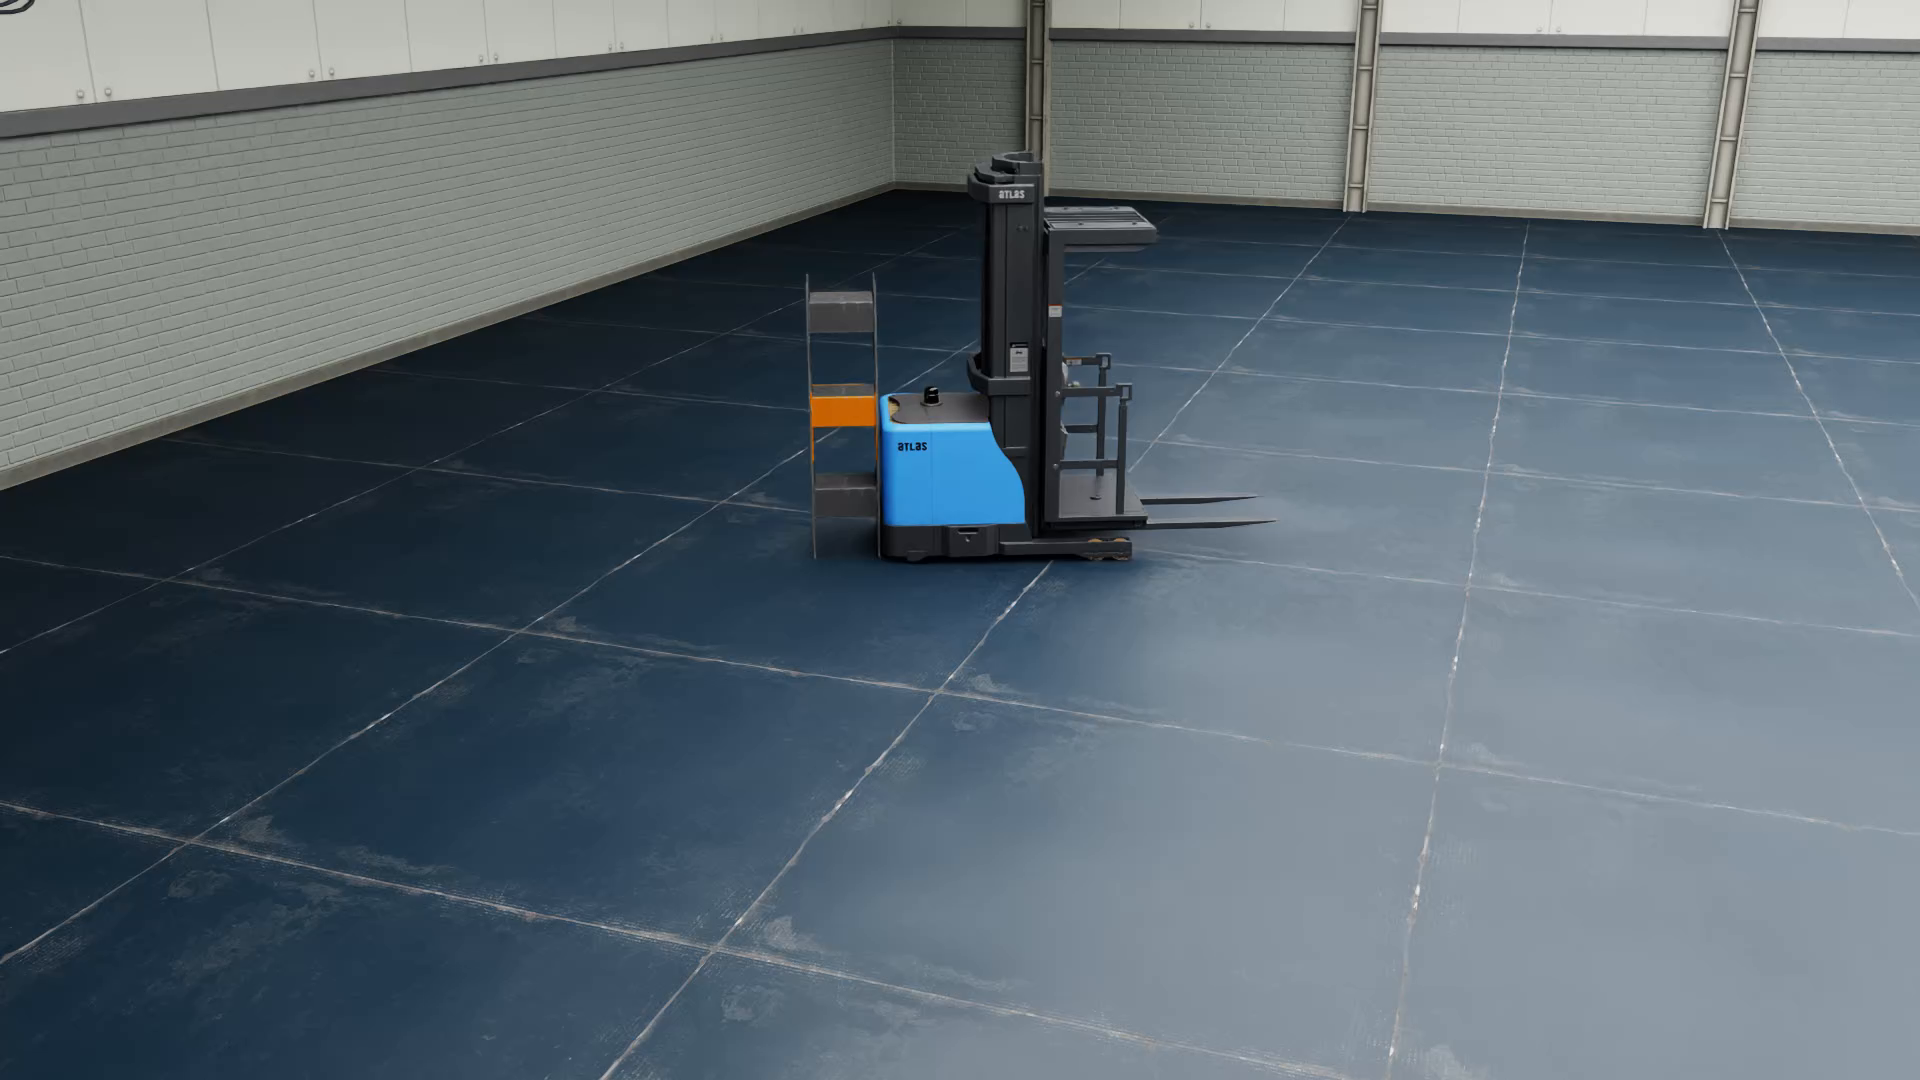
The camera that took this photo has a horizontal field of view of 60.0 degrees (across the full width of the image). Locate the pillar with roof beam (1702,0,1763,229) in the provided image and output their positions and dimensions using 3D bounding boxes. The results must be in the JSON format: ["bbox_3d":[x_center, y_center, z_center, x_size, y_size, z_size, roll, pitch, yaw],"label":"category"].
[{"bbox_3d":[11.396,-8.217,22.894,0.400,9.000,9.100,7,20,18],"label":"pillar with roof beam"}]

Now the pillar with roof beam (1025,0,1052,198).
[{"bbox_3d":[0.061,-9.513,26.612,0.400,9.000,9.100,7,20,18],"label":"pillar with roof beam"}]

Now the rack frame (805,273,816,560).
[{"bbox_3d":[-1.111,-0.906,12.402,0.015,2.100,0.400,-1,19,-4],"label":"rack frame"}]

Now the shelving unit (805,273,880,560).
[{"bbox_3d":[-0.868,-0.912,12.418,0.503,2.100,0.431,-1,19,-4],"label":"shelving unit"}]

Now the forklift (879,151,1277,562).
[{"bbox_3d":[0.897,-1.397,12.547,3.031,2.935,1.130,-1,19,-4],"label":"forklift"}]

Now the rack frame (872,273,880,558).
[{"bbox_3d":[-0.624,-0.918,12.435,0.015,2.100,0.400,-1,19,-4],"label":"rack frame"}]

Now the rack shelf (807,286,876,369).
[{"bbox_3d":[-0.868,-1.560,12.192,0.480,0.518,0.431,-1,19,-4],"label":"rack shelf"}]

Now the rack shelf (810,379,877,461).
[{"bbox_3d":[-0.868,-0.899,12.423,0.480,0.518,0.431,-1,19,-4],"label":"rack shelf"}]

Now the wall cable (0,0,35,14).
[{"bbox_3d":[-8.082,-6.343,12.351,0.169,6.003,2.305,7,20,18],"label":"wall cable"}]

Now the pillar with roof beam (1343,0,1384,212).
[{"bbox_3d":[5.728,-8.865,24.753,0.400,9.000,9.100,7,20,18],"label":"pillar with roof beam"}]

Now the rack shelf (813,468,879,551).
[{"bbox_3d":[-0.868,-0.238,12.653,0.480,0.518,0.431,-1,19,-4],"label":"rack shelf"}]
